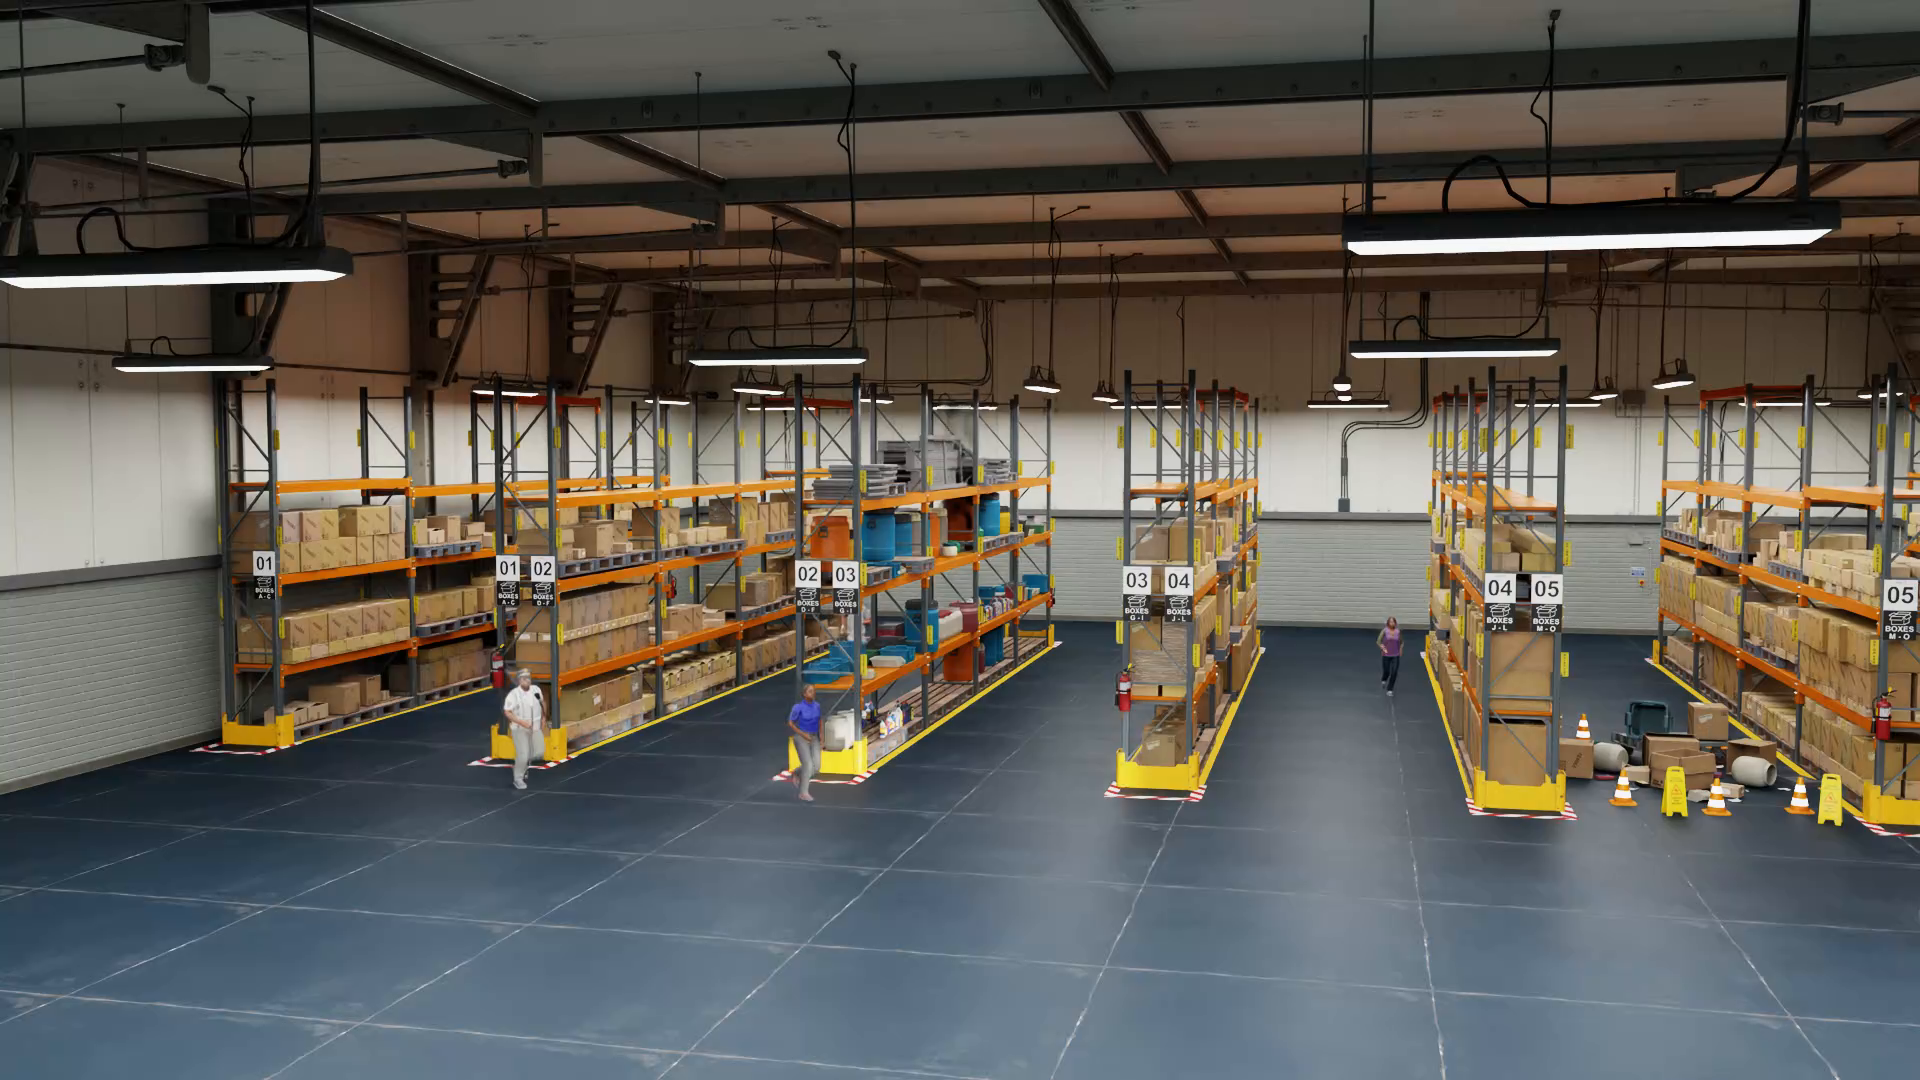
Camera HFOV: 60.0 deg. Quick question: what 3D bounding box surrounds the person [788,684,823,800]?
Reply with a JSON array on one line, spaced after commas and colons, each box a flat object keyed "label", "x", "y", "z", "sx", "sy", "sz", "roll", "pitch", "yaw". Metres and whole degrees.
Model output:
[{"label": "person", "x": -2.156, "y": 2.818, "z": 23.309, "sx": 0.622, "sy": 1.618, "sz": 0.611, "roll": -3, "pitch": 5, "yaw": -44}]

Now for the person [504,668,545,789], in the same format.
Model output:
[{"label": "person", "x": -6.222, "y": 2.703, "z": 23.943, "sx": 0.700, "sy": 1.739, "sz": 0.661, "roll": -3, "pitch": 5, "yaw": -43}]

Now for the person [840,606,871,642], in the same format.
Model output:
[{"label": "person", "x": -2.172, "y": 2.002, "z": 34.690, "sx": 0.655, "sy": 1.810, "sz": 0.925, "roll": 0, "pitch": 3, "yaw": 0}]

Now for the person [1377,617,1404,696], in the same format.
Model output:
[{"label": "person", "x": 8.437, "y": 2.271, "z": 32.584, "sx": 0.532, "sy": 1.555, "sz": 0.547, "roll": 0, "pitch": 3, "yaw": 3}]
